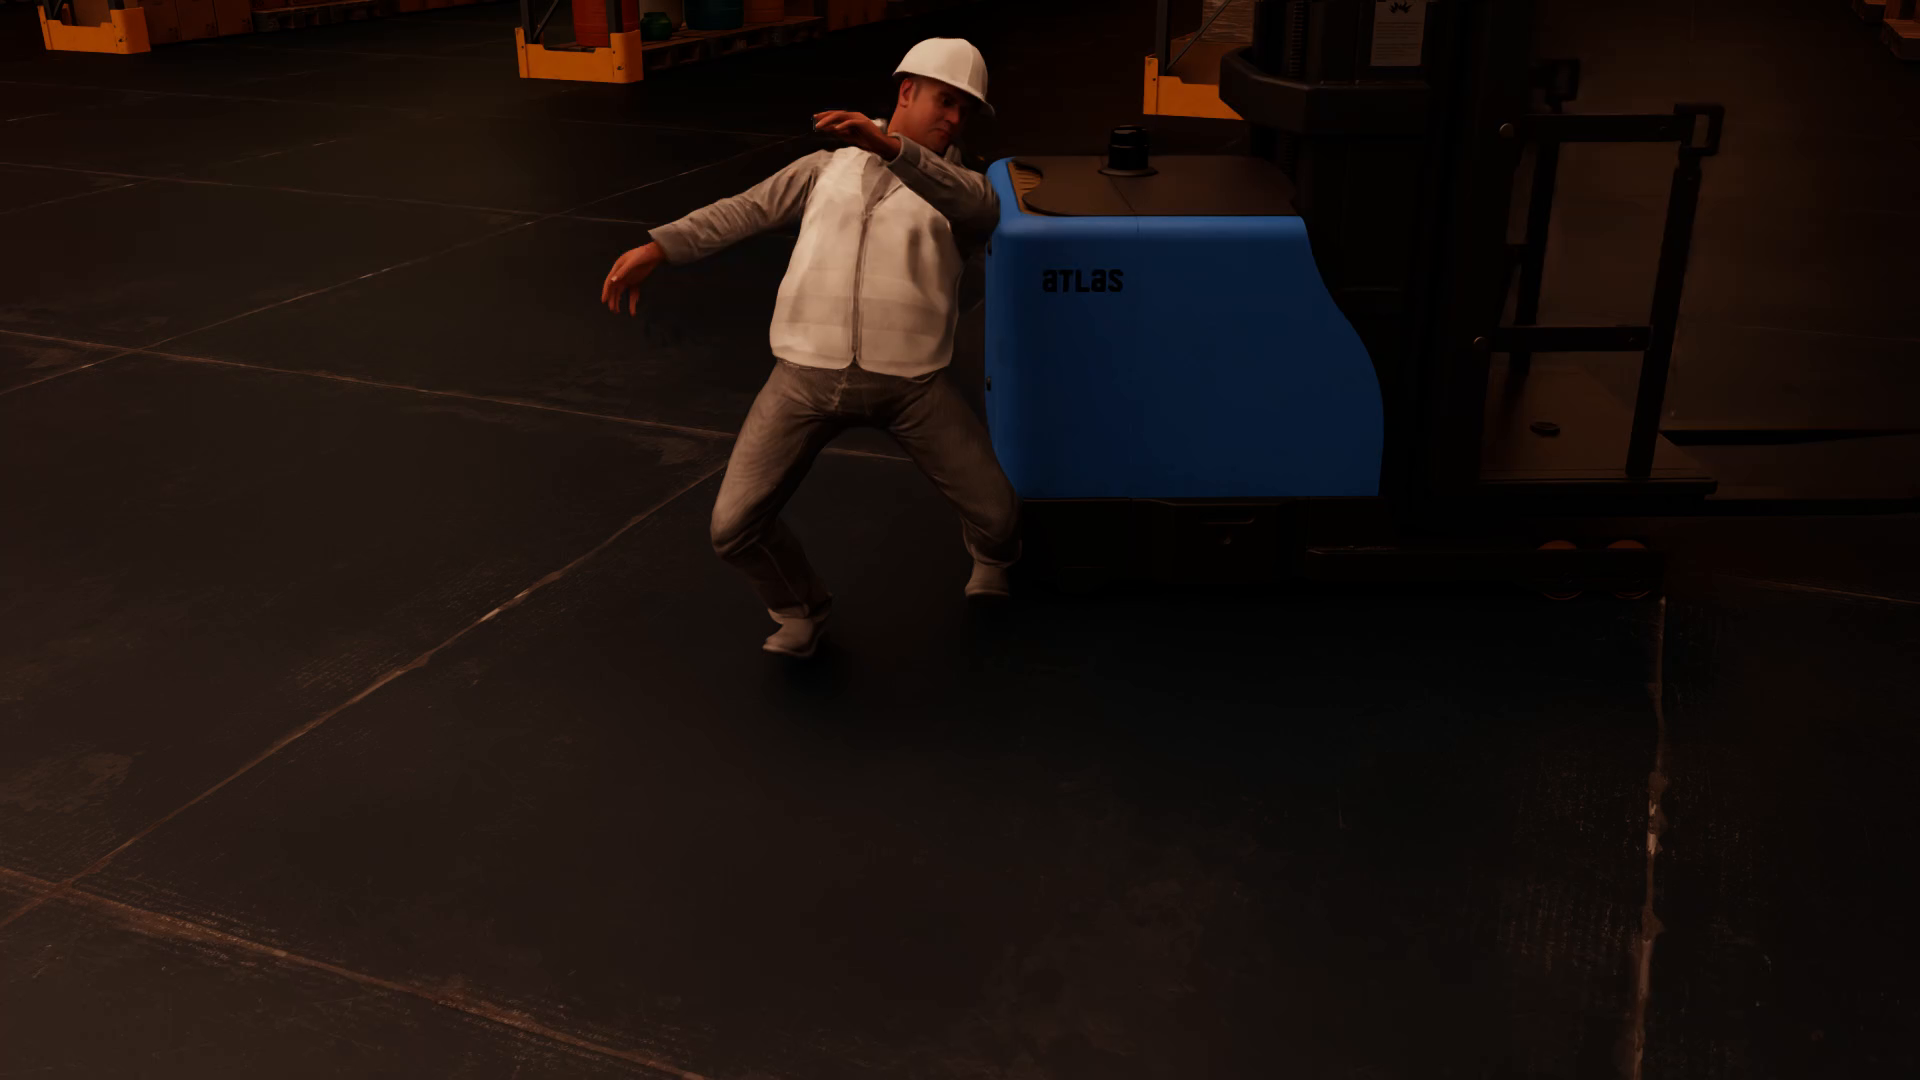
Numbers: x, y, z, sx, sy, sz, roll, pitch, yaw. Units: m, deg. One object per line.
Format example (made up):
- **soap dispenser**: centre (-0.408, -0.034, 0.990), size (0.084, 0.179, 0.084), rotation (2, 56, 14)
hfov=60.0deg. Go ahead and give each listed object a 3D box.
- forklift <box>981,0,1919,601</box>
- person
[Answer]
- **forklift**: centre (1.592, -1.387, 4.610), size (3.031, 2.935, 1.130), rotation (-1, 23, -1)
- **person**: centre (-0.337, -0.423, 4.088), size (1.017, 1.511, 0.737), rotation (0, 23, 0)
